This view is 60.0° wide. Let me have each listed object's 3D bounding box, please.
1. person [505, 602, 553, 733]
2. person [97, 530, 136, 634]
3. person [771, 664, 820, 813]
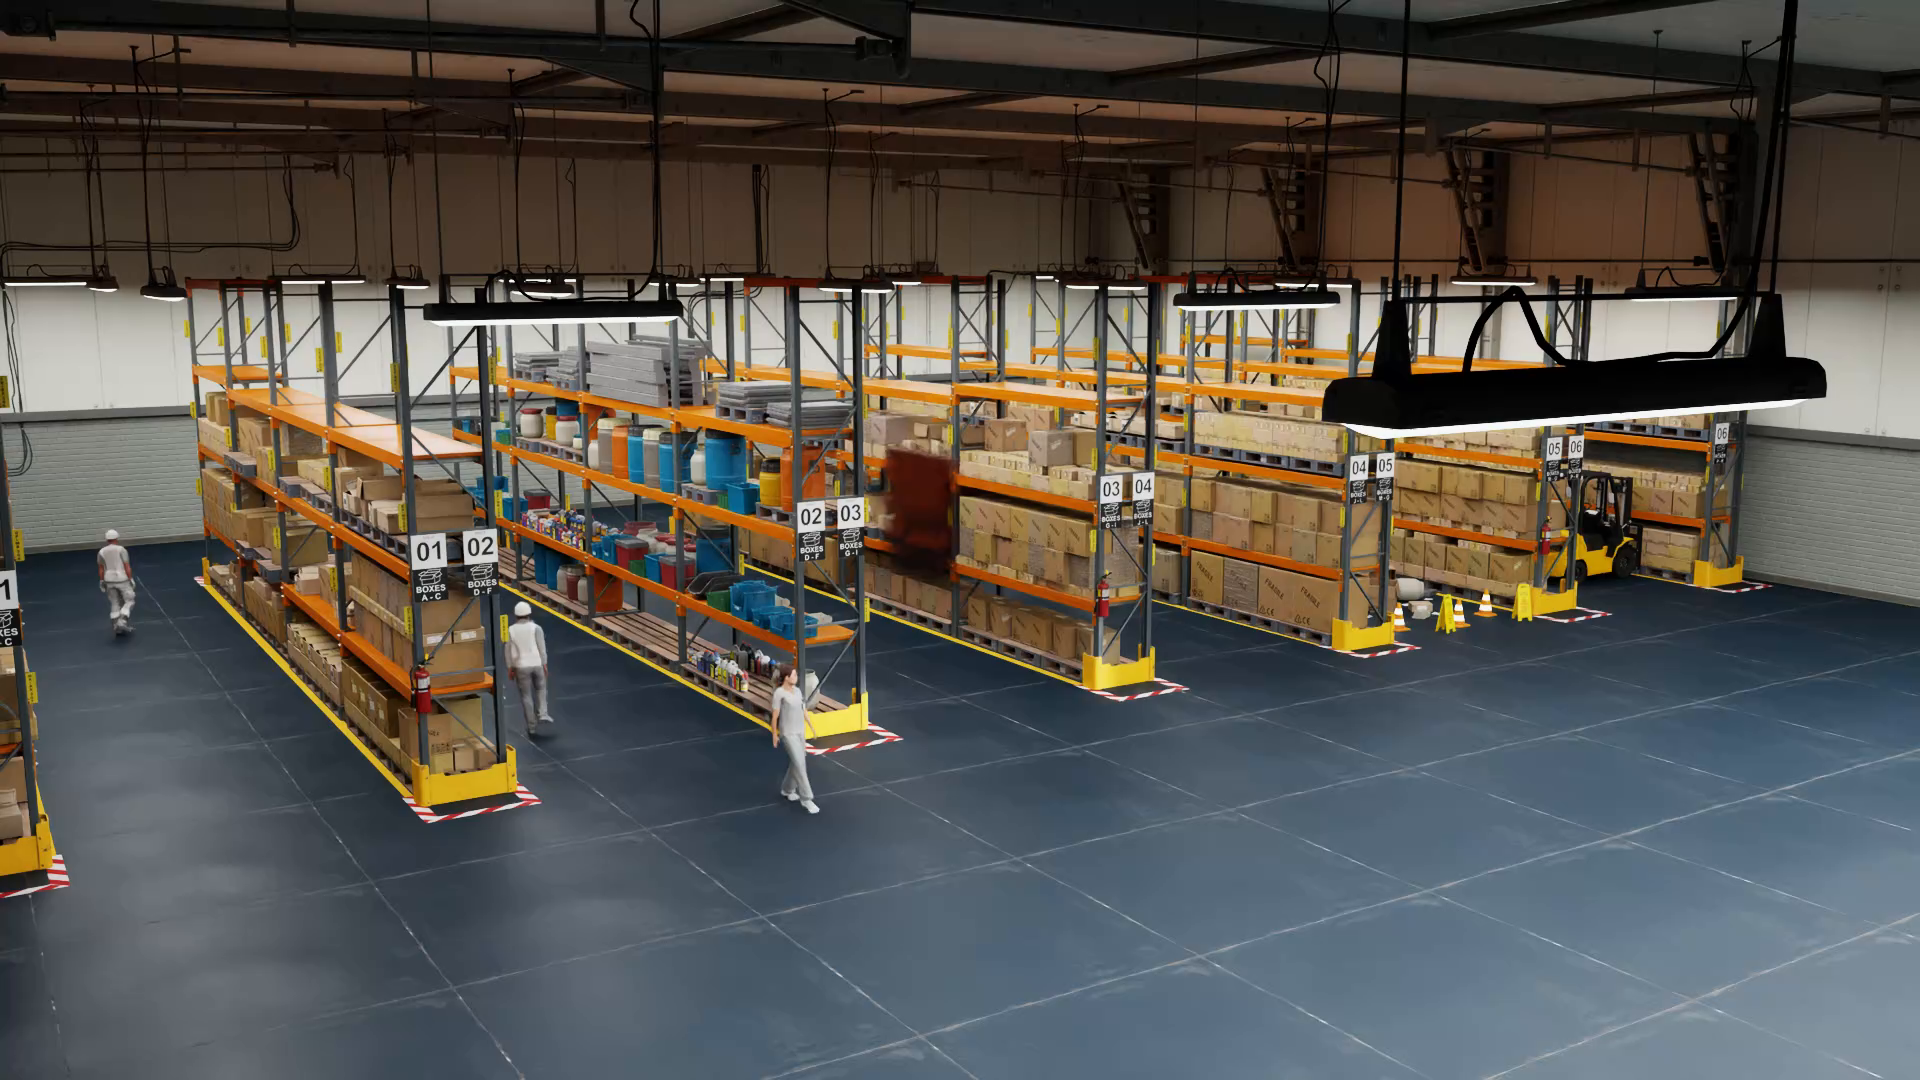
[{"bbox_3d":[-5.838,1.712,22.482,0.579,1.762,0.516,-4,10,-24],"label":"person"},{"bbox_3d":[-14.407,0.720,28.393,0.589,1.789,0.508,0,10,2],"label":"person"},{"bbox_3d":[-1.868,2.292,19.463,0.762,1.663,0.469,6,11,33],"label":"person"}]
